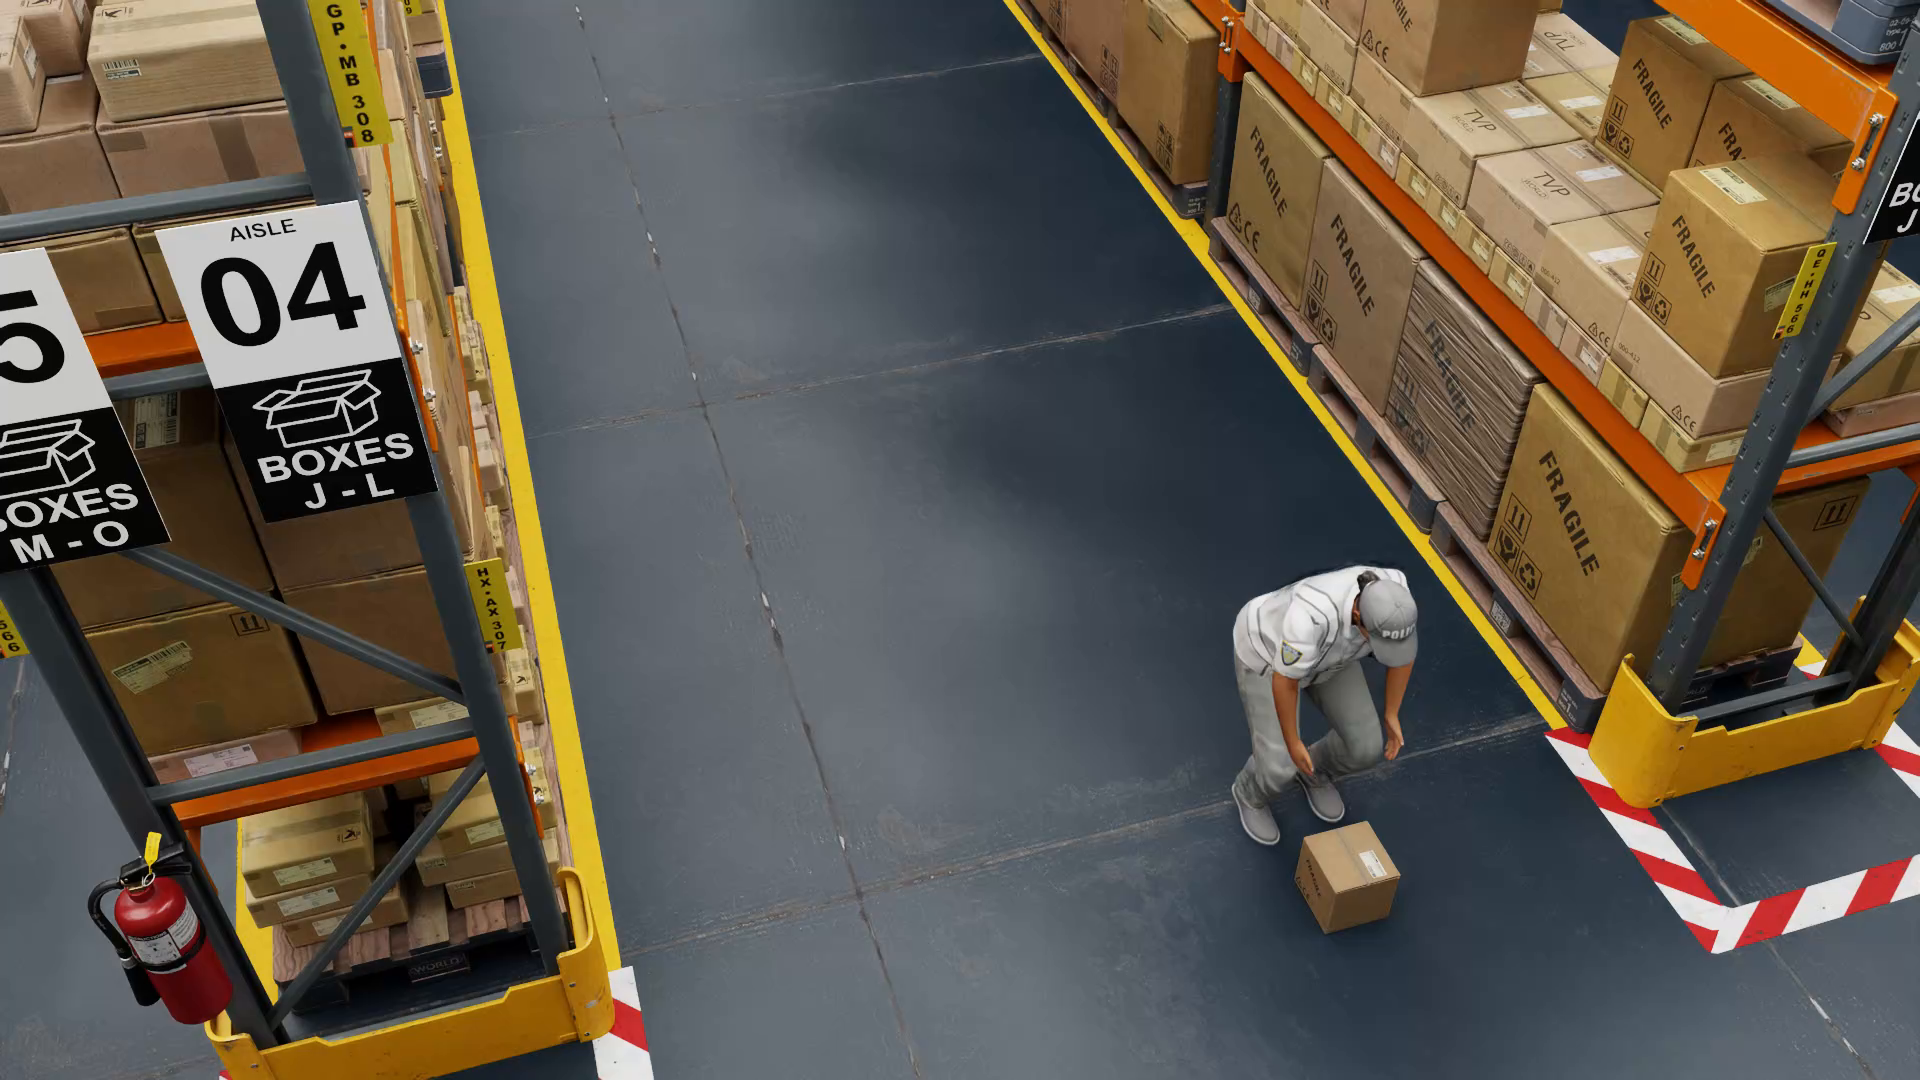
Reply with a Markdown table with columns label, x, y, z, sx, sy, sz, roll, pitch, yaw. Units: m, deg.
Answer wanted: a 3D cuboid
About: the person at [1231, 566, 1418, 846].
| label | x | y | z | sx | sy | sz | roll | pitch | yaw |
| --- | --- | --- | --- | --- | --- | --- | --- | --- | --- |
| person | 1.277 | 0.510 | 5.822 | 0.534 | 1.379 | 0.728 | -12 | 44 | -13 |
